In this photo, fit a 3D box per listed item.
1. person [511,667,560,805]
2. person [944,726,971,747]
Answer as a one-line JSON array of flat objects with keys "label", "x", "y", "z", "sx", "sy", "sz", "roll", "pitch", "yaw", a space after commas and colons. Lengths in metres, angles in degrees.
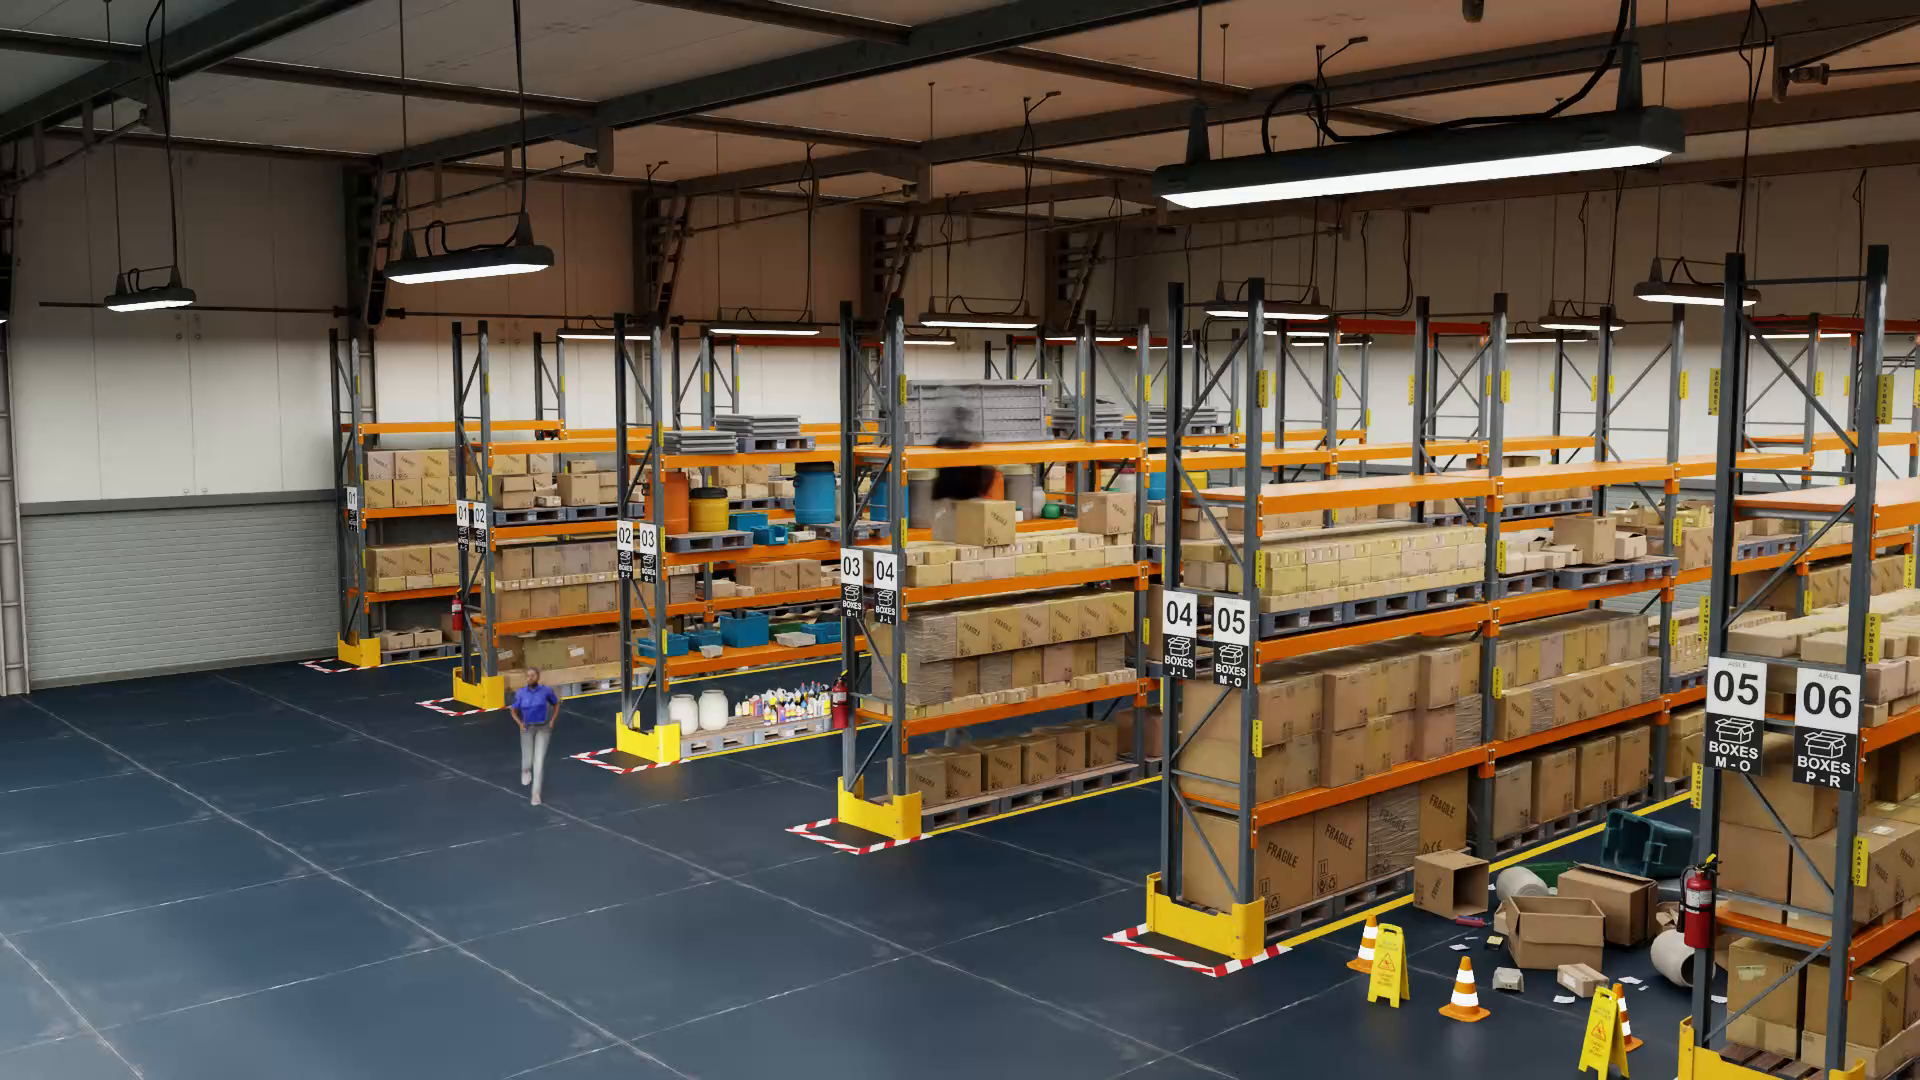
[{"label": "person", "x": -5.194, "y": 2.358, "z": 20.380, "sx": 0.587, "sy": 1.651, "sz": 0.781, "roll": -1, "pitch": 6, "yaw": -11}, {"label": "person", "x": -0.094, "y": 2.104, "z": 22.246, "sx": 0.612, "sy": 1.702, "sz": 0.920, "roll": 4, "pitch": 7, "yaw": 34}]
